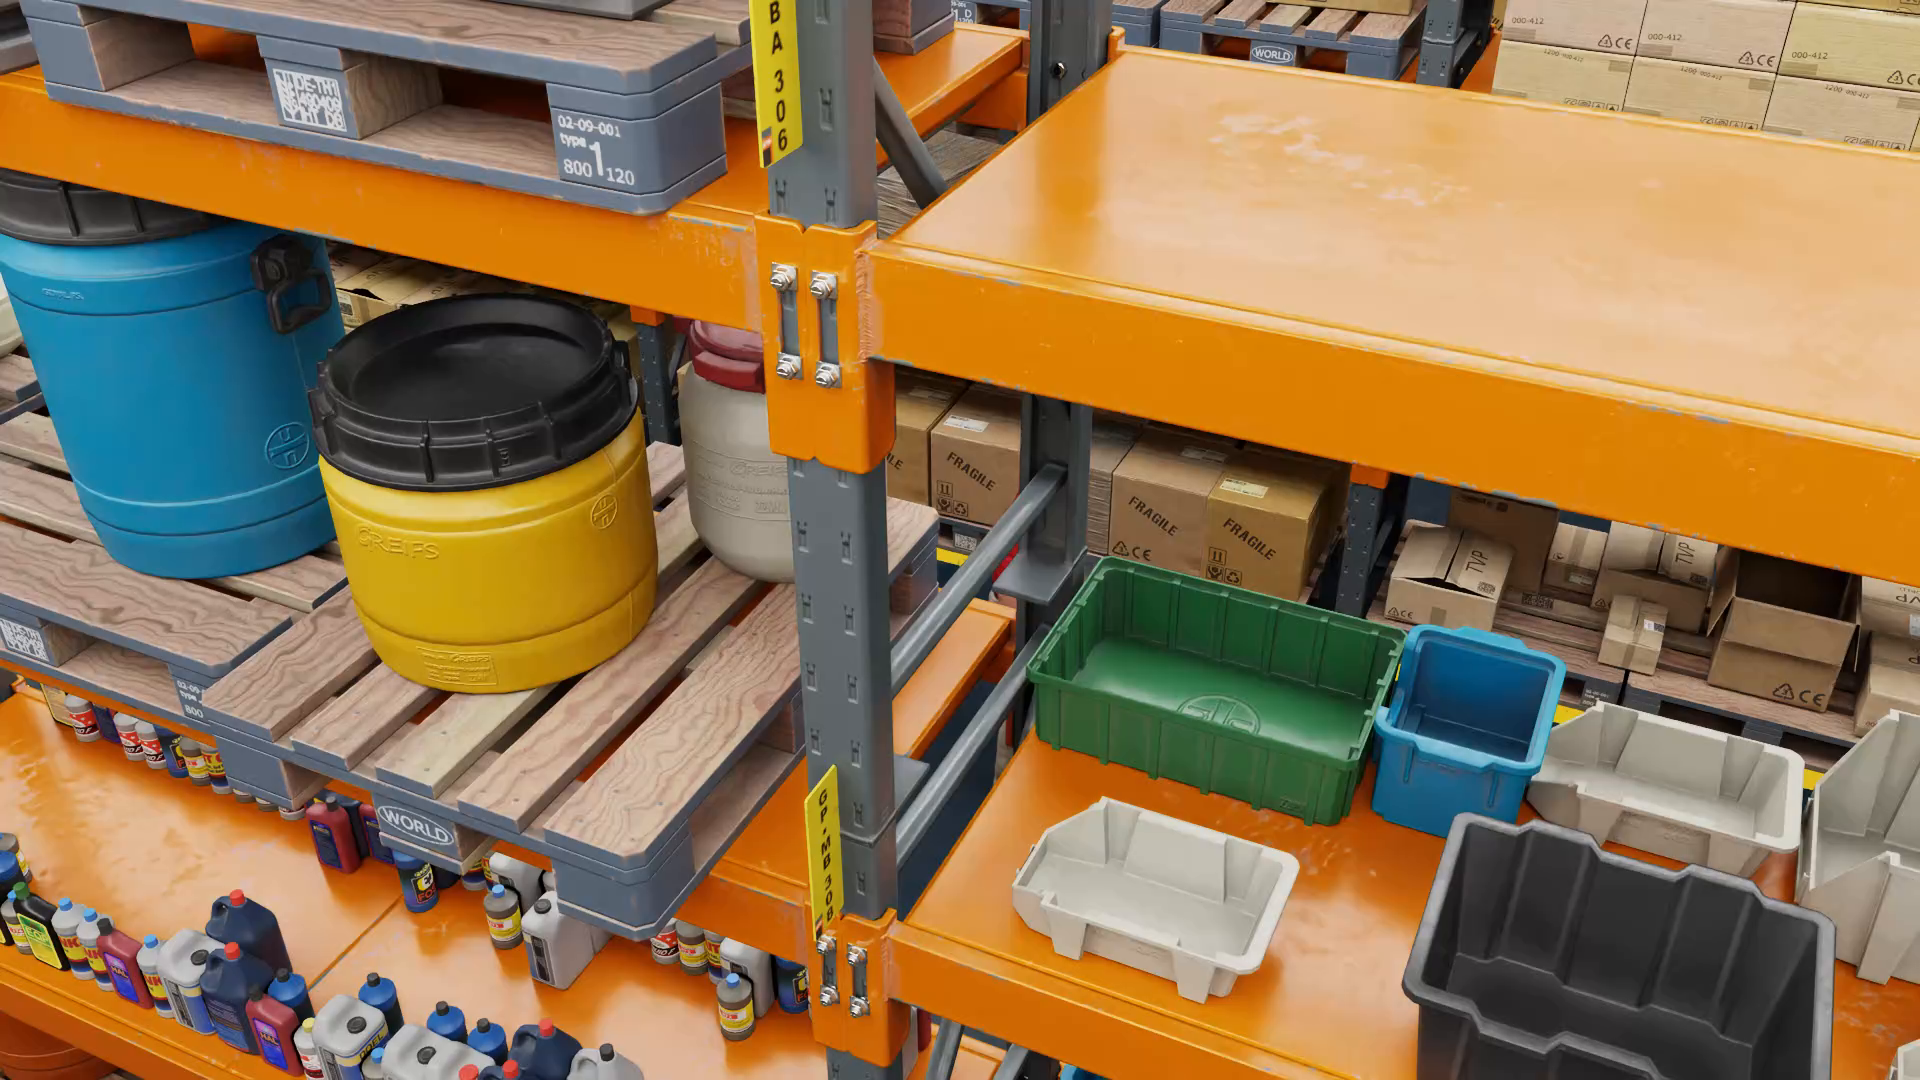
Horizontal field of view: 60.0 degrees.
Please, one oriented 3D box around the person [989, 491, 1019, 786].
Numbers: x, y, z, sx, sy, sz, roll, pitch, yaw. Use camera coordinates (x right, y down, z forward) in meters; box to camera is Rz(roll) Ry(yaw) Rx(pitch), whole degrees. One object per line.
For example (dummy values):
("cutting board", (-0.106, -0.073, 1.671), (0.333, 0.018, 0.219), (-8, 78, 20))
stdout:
("person", (0.332, 0.336, 6.989), (0.393, 1.725, 0.593), (13, 35, 18))
